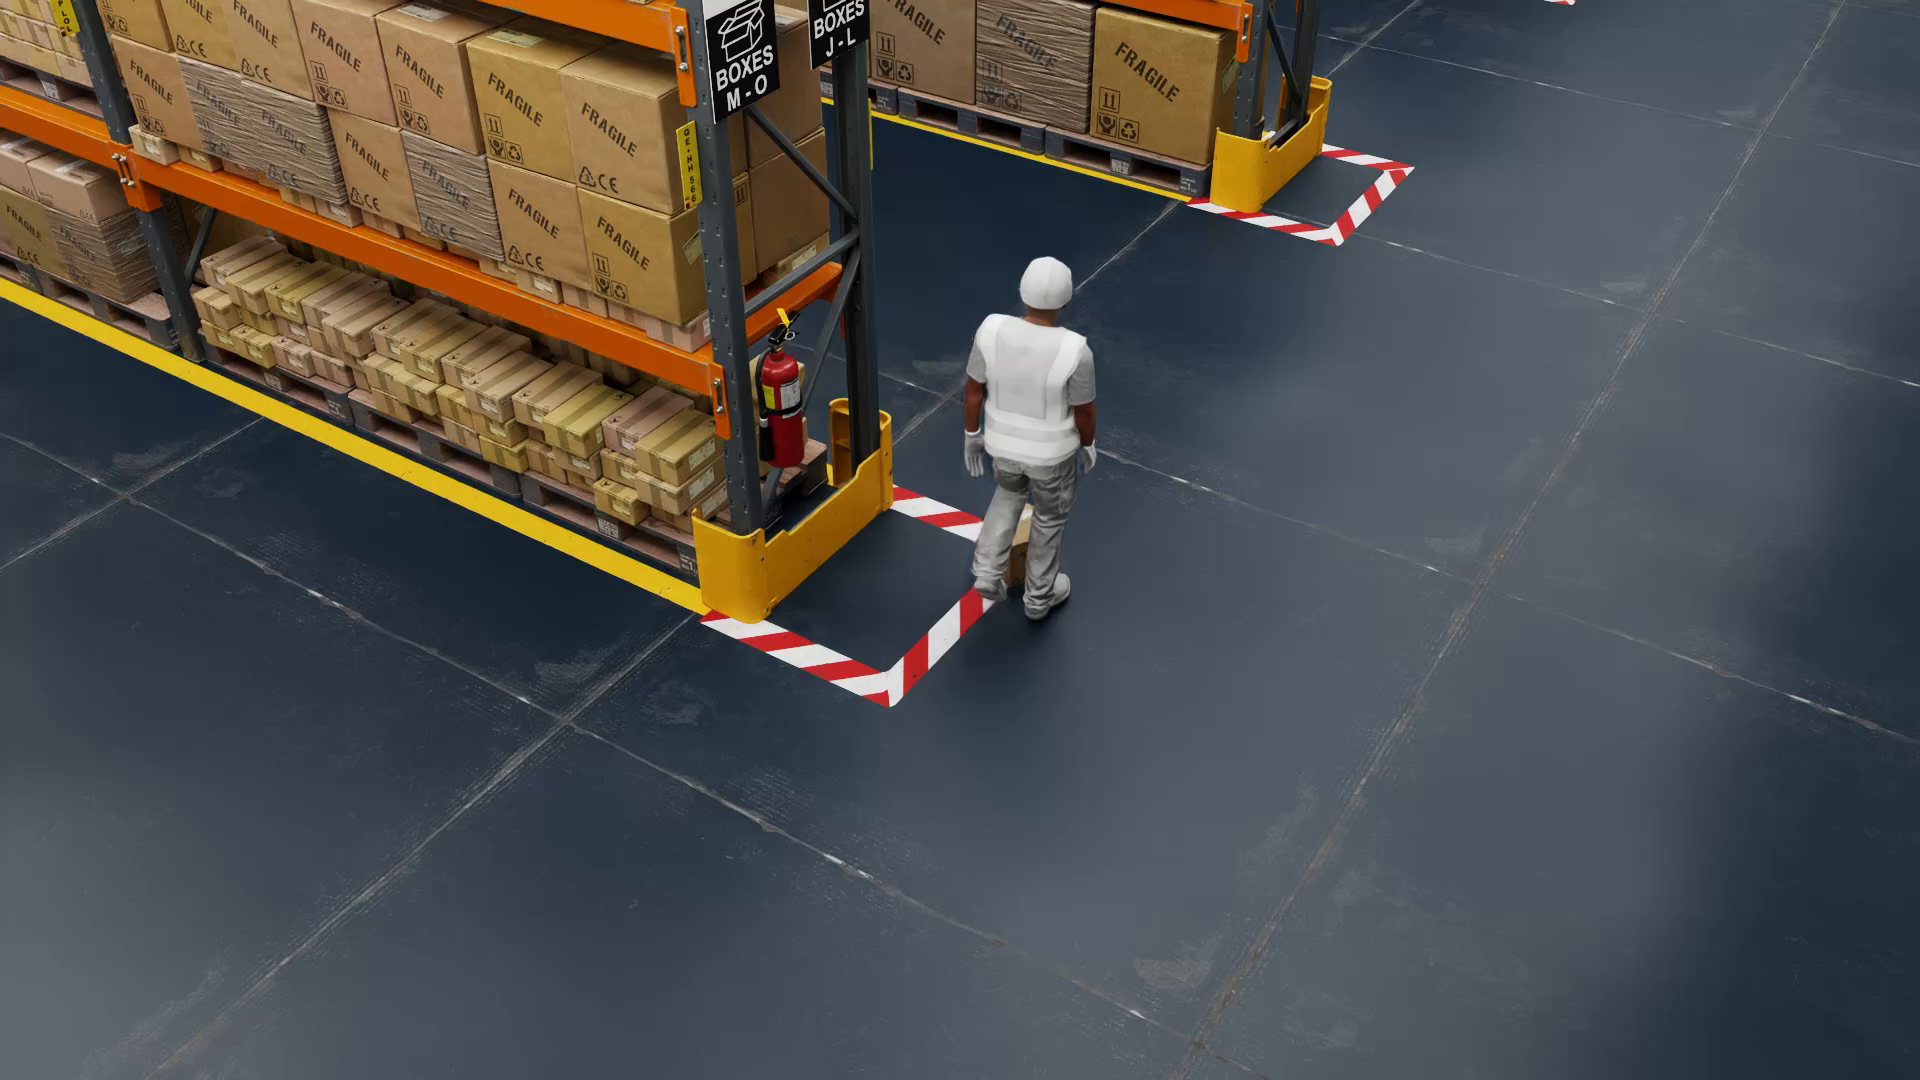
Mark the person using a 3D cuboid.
[{"bbox_3d":[0.298,-0.407,7.148,0.557,1.779,0.492,17,41,21],"label":"person"}]
